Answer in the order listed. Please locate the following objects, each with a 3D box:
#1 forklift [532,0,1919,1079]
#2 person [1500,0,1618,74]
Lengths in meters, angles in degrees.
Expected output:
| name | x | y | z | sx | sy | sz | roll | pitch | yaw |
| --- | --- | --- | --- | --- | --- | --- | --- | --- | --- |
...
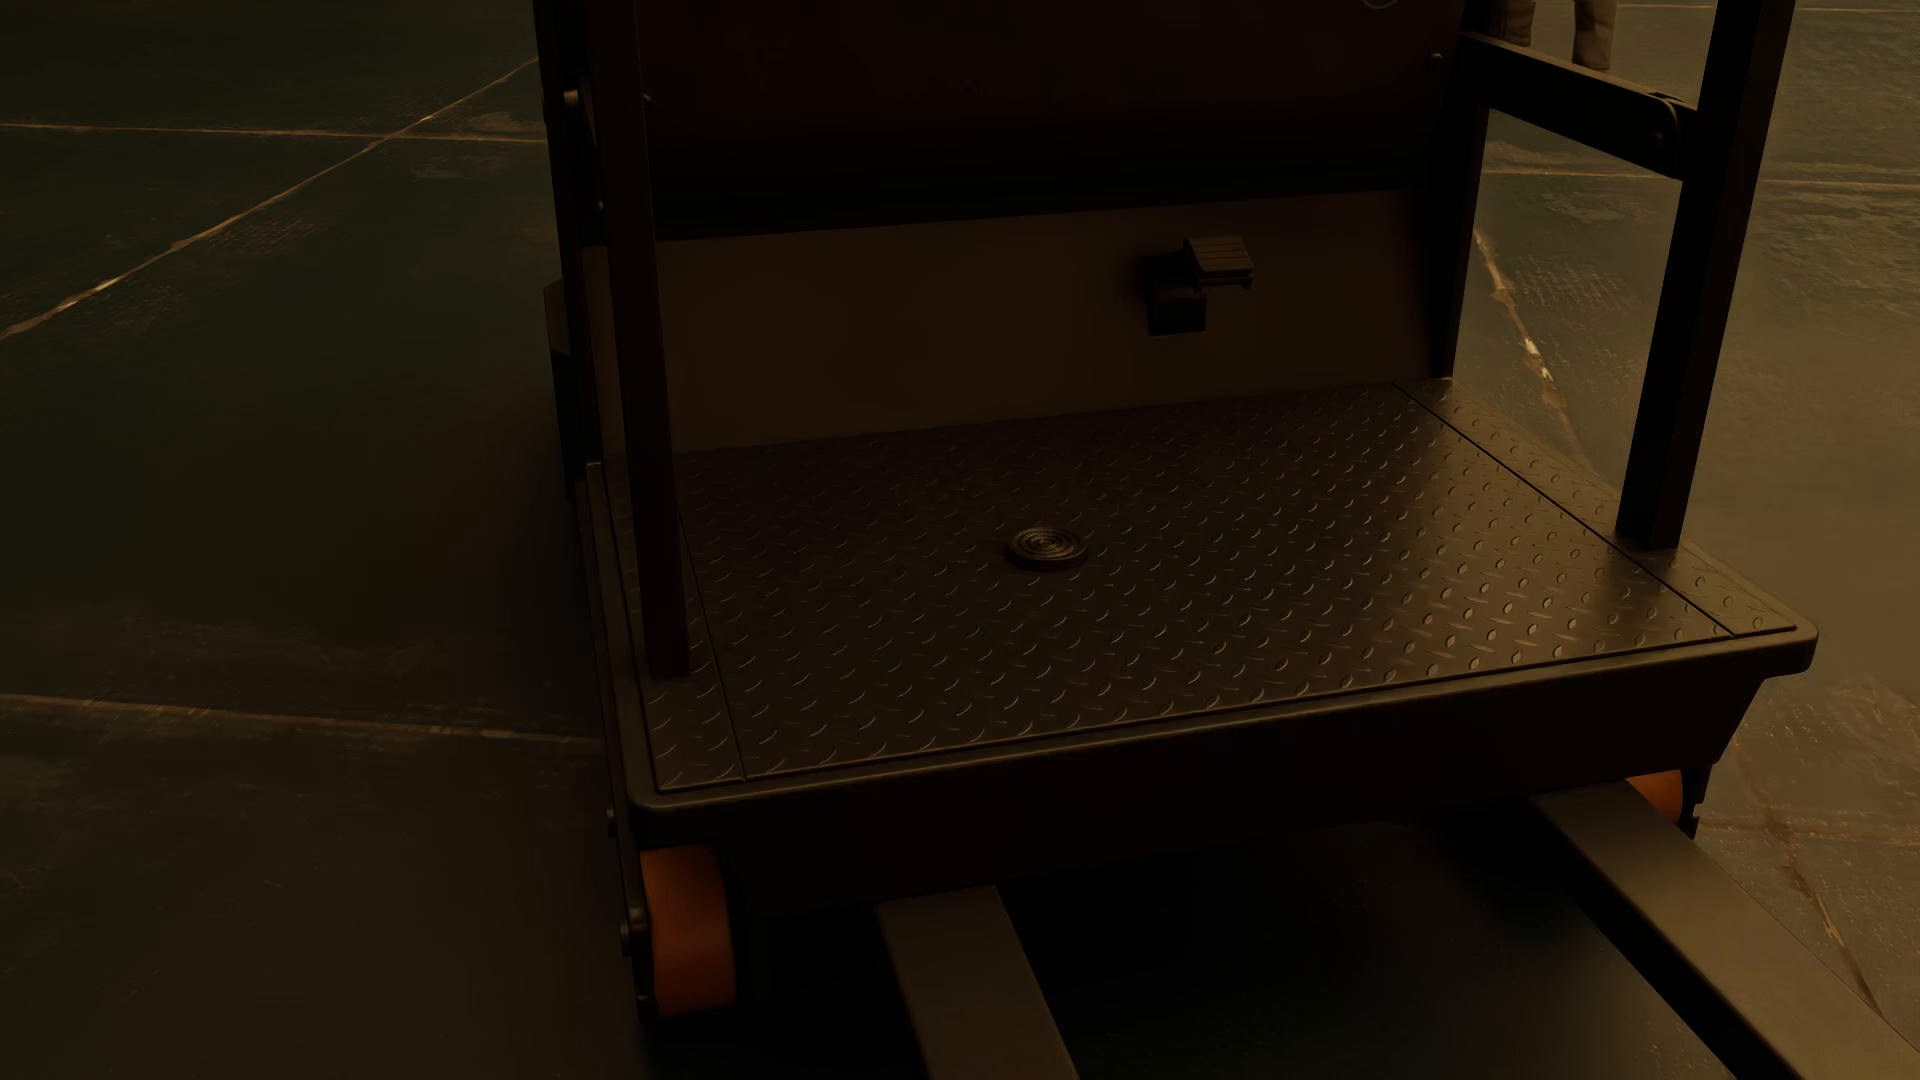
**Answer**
| name | x | y | z | sx | sy | sz | roll | pitch | yaw |
| --- | --- | --- | --- | --- | --- | --- | --- | --- | --- |
| forklift | 0.153 | -1.049 | 1.319 | 1.130 | 2.935 | 3.031 | -7 | 27 | -13 |
| person | 1.904 | -2.232 | 5.152 | 0.532 | 1.678 | 0.434 | -3 | 27 | -6 |
